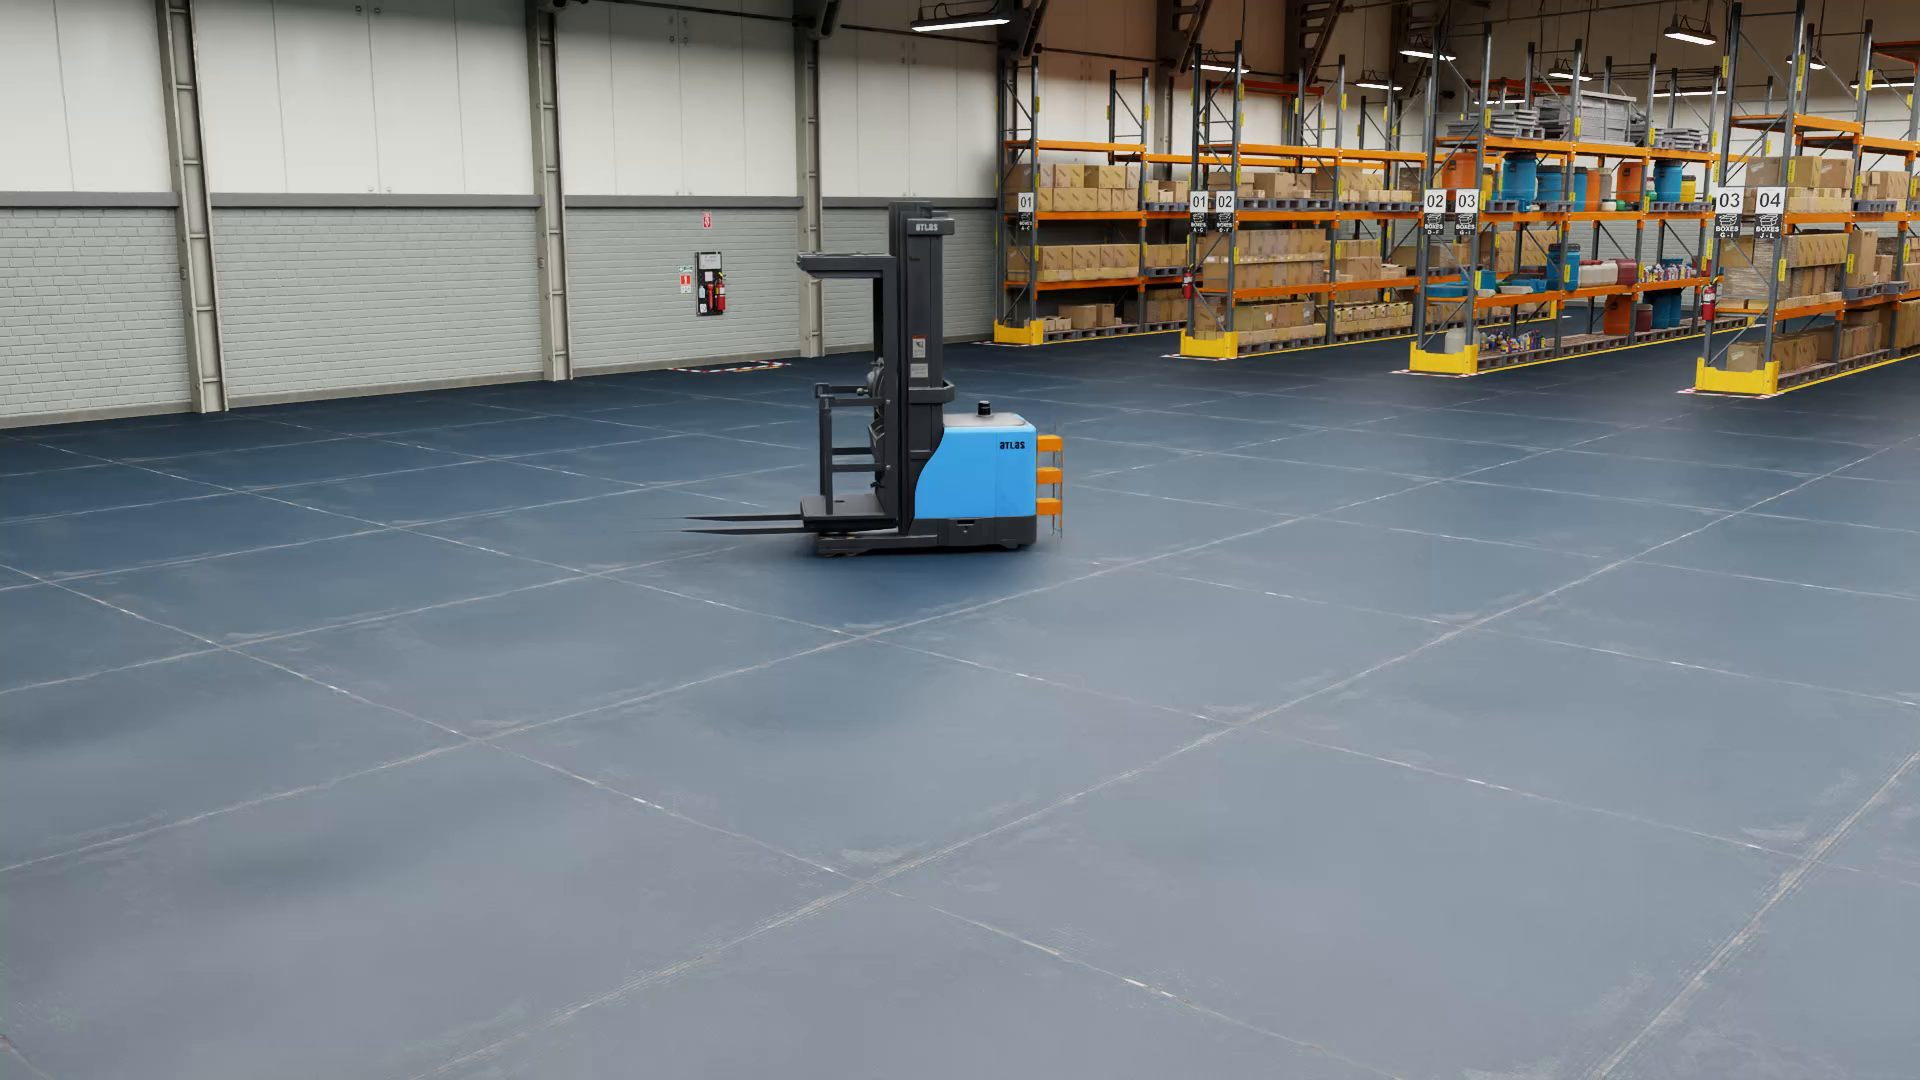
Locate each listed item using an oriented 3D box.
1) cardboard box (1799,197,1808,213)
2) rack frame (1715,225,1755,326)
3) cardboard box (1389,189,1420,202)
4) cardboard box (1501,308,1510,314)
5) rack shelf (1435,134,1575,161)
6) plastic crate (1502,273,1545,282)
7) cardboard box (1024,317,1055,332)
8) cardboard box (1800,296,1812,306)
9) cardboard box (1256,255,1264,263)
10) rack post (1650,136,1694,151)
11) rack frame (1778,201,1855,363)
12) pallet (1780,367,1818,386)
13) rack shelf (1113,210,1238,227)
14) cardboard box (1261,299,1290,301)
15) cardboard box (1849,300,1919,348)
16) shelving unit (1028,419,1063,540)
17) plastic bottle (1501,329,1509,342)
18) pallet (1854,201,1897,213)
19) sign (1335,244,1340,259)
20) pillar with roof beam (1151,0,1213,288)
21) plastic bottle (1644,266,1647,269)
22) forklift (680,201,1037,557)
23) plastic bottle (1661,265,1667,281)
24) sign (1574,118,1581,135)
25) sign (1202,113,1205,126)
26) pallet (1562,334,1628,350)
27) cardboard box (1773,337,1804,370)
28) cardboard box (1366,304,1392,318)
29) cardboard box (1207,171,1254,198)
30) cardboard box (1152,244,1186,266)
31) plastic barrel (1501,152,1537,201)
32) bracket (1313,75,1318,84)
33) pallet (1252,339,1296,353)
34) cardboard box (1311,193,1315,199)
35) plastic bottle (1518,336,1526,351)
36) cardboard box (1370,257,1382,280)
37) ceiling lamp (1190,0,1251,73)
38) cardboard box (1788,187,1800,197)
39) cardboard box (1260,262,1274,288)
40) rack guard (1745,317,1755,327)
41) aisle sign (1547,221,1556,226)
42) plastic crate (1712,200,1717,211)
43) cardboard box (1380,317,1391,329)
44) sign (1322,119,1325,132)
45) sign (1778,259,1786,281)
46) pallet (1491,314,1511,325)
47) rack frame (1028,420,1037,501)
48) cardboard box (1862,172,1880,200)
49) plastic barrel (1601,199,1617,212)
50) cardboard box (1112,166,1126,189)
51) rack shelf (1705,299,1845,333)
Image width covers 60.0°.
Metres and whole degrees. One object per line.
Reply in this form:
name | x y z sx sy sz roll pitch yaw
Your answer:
cardboard box | 13.236 -5.362 26.623 0.500 0.250 0.500 9 15 39
rack frame | 19.229 -6.845 41.323 1.000 3.000 0.127 10 15 40
cardboard box | 10.493 -7.897 38.678 0.910 0.500 0.500 10 15 40
cardboard box | 13.873 -5.886 42.632 0.380 0.166 0.250 10 15 40
rack shelf | 9.988 -7.178 30.532 1.077 0.370 4.000 10 15 40
plastic crate | 10.867 -4.988 32.186 0.767 0.338 0.504 10 15 40
cardboard box | 1.750 -4.759 36.621 0.500 0.311 0.500 8 14 34
cardboard box | 13.818 -3.946 27.453 0.380 0.149 0.250 10 15 40
cardboard box | 5.876 -5.641 33.386 0.380 0.149 0.250 9 15 39
rack post | 15.348 -8.639 36.264 0.954 0.300 0.937 -10 15 -41
rack frame | 15.028 -4.439 29.277 1.000 3.000 0.127 10 15 40
pallet | 13.806 -2.788 28.130 1.003 0.211 1.213 10 15 40
rack shelf | 5.186 -7.773 40.146 1.077 0.370 4.000 10 15 40
cardboard box | 6.724 -4.843 35.335 0.500 0.500 0.500 10 15 40
cardboard box | 18.140 -4.290 32.885 1.225 0.875 0.875 9 14 38
shelving unit | 0.750 -0.524 14.656 0.252 1.050 0.215 -4 12 -18
plastic bottle | 10.572 -3.912 32.280 0.144 0.351 0.185 10 15 40
pallet | 16.198 -6.048 30.153 1.213 0.211 1.003 10 15 40
sign | 8.007 -6.112 35.242 0.100 0.325 0.005 10 15 40
pillar with roof beam | 8.232 -9.254 38.071 9.100 9.000 0.548 10 15 40
plastic bottle | 15.658 -6.107 37.957 0.097 0.271 0.097 0 11 0
forklift | -0.897 -1.402 14.246 3.031 2.935 1.130 -1 11 -7
plastic bottle | 15.501 -5.892 36.681 0.144 0.351 0.185 10 15 40
sign | 11.714 -7.846 31.552 0.100 0.325 0.005 10 15 40
sign | 6.087 -10.497 41.505 0.100 0.325 0.005 10 15 40
pallet | 13.408 -4.191 35.157 1.003 0.211 1.213 10 15 40
cardboard box | 14.011 -3.179 28.277 0.500 0.500 0.500 8 14 35
cardboard box | 9.396 -5.181 37.510 0.500 0.311 0.500 10 15 40
cardboard box | 5.332 -7.012 32.808 0.637 0.503 0.797 -11 16 -44
cardboard box | 5.013 -6.878 40.108 0.500 0.500 0.700 -10 15 -40
plastic barrel | 10.570 -6.869 31.435 0.600 0.901 0.708 10 15 40
bracket | 9.500 -12.474 45.000 0.235 0.232 0.430 10 15 40
pallet | 6.228 -4.061 34.504 1.003 0.211 1.213 10 15 40
cardboard box | 9.801 -9.257 44.797 0.500 0.250 0.500 10 15 40
plastic bottle | 10.649 -3.728 31.549 0.152 0.276 0.135 10 15 41
cardboard box | 9.135 -6.109 37.382 0.500 0.500 0.500 9 14 37
ceiling lamp | 5.885 -11.782 35.821 0.800 3.185 2.000 10 15 40
cardboard box | 12.987 -5.480 26.194 0.380 0.149 0.250 10 15 42
cardboard box | 5.942 -5.398 33.824 0.700 0.500 0.500 10 15 41
rack guard | 19.235 -5.624 41.593 1.175 0.500 0.348 10 15 40
aisle sign | 15.786 -8.731 44.129 0.394 0.787 0.004 10 15 40
plastic crate | 17.615 -7.810 38.833 0.497 0.269 0.590 10 15 40
cardboard box | 9.394 -4.907 37.571 0.500 0.250 0.500 10 15 42
sign | 9.562 -10.908 43.760 0.100 0.325 0.005 10 15 40
sign | 12.796 -4.205 25.895 0.100 0.325 0.005 10 15 40
pallet | 13.324 -5.631 42.364 1.003 0.211 1.213 10 15 40
rack frame | 0.635 -0.517 14.617 0.008 1.050 0.200 -4 12 -18
cardboard box | 16.034 -6.361 29.909 0.797 0.503 0.637 11 15 43
plastic barrel | 13.284 -6.854 34.061 0.301 0.262 0.301 0 11 0
cardboard box | 3.383 -8.189 37.535 0.500 0.500 0.500 11 16 43
rack shelf | 13.708 -3.792 27.874 1.077 0.370 4.000 10 15 40
